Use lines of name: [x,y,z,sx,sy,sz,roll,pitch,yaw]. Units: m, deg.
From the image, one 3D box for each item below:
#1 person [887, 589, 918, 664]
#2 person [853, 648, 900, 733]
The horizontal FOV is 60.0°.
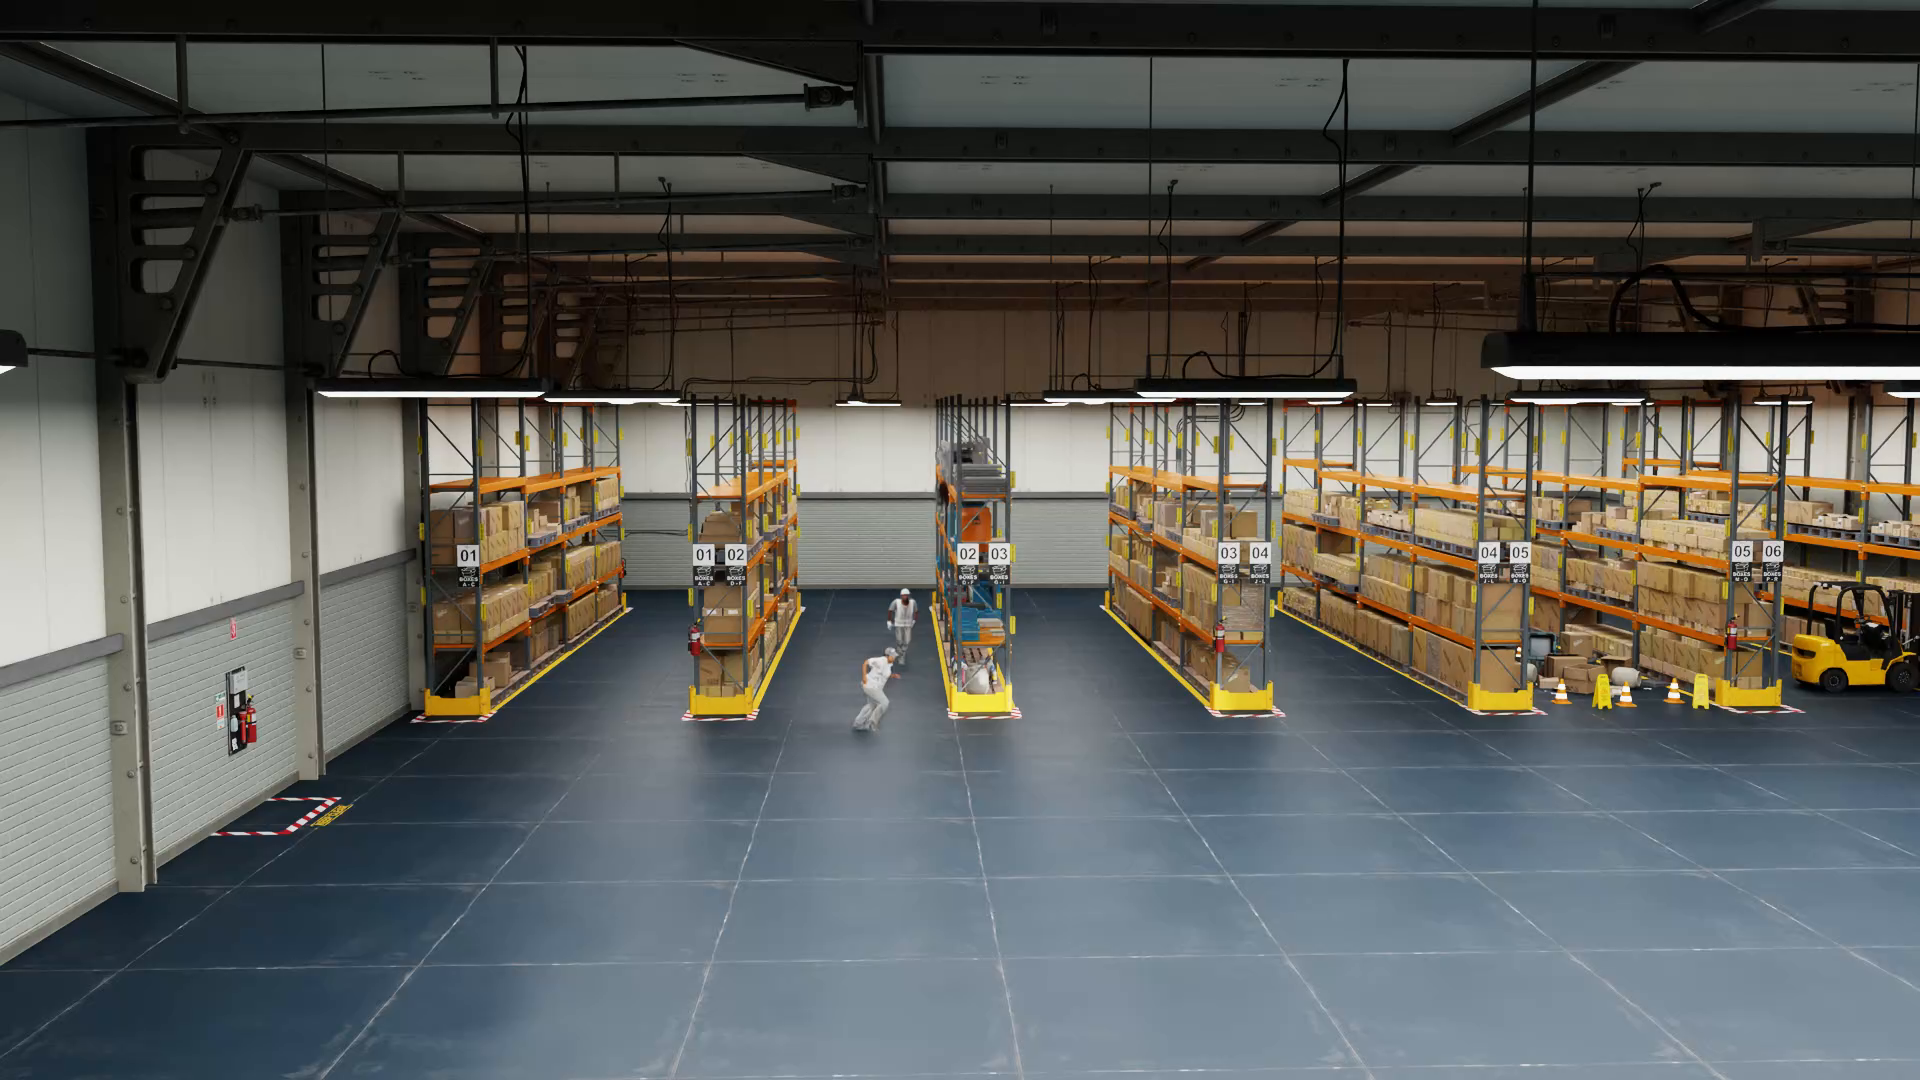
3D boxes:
person: [-1.279,1.930,37.387,0.682,1.712,0.685,-1,5,-16]
person: [-1.507,2.657,29.434,0.940,1.546,0.642,2,5,25]
